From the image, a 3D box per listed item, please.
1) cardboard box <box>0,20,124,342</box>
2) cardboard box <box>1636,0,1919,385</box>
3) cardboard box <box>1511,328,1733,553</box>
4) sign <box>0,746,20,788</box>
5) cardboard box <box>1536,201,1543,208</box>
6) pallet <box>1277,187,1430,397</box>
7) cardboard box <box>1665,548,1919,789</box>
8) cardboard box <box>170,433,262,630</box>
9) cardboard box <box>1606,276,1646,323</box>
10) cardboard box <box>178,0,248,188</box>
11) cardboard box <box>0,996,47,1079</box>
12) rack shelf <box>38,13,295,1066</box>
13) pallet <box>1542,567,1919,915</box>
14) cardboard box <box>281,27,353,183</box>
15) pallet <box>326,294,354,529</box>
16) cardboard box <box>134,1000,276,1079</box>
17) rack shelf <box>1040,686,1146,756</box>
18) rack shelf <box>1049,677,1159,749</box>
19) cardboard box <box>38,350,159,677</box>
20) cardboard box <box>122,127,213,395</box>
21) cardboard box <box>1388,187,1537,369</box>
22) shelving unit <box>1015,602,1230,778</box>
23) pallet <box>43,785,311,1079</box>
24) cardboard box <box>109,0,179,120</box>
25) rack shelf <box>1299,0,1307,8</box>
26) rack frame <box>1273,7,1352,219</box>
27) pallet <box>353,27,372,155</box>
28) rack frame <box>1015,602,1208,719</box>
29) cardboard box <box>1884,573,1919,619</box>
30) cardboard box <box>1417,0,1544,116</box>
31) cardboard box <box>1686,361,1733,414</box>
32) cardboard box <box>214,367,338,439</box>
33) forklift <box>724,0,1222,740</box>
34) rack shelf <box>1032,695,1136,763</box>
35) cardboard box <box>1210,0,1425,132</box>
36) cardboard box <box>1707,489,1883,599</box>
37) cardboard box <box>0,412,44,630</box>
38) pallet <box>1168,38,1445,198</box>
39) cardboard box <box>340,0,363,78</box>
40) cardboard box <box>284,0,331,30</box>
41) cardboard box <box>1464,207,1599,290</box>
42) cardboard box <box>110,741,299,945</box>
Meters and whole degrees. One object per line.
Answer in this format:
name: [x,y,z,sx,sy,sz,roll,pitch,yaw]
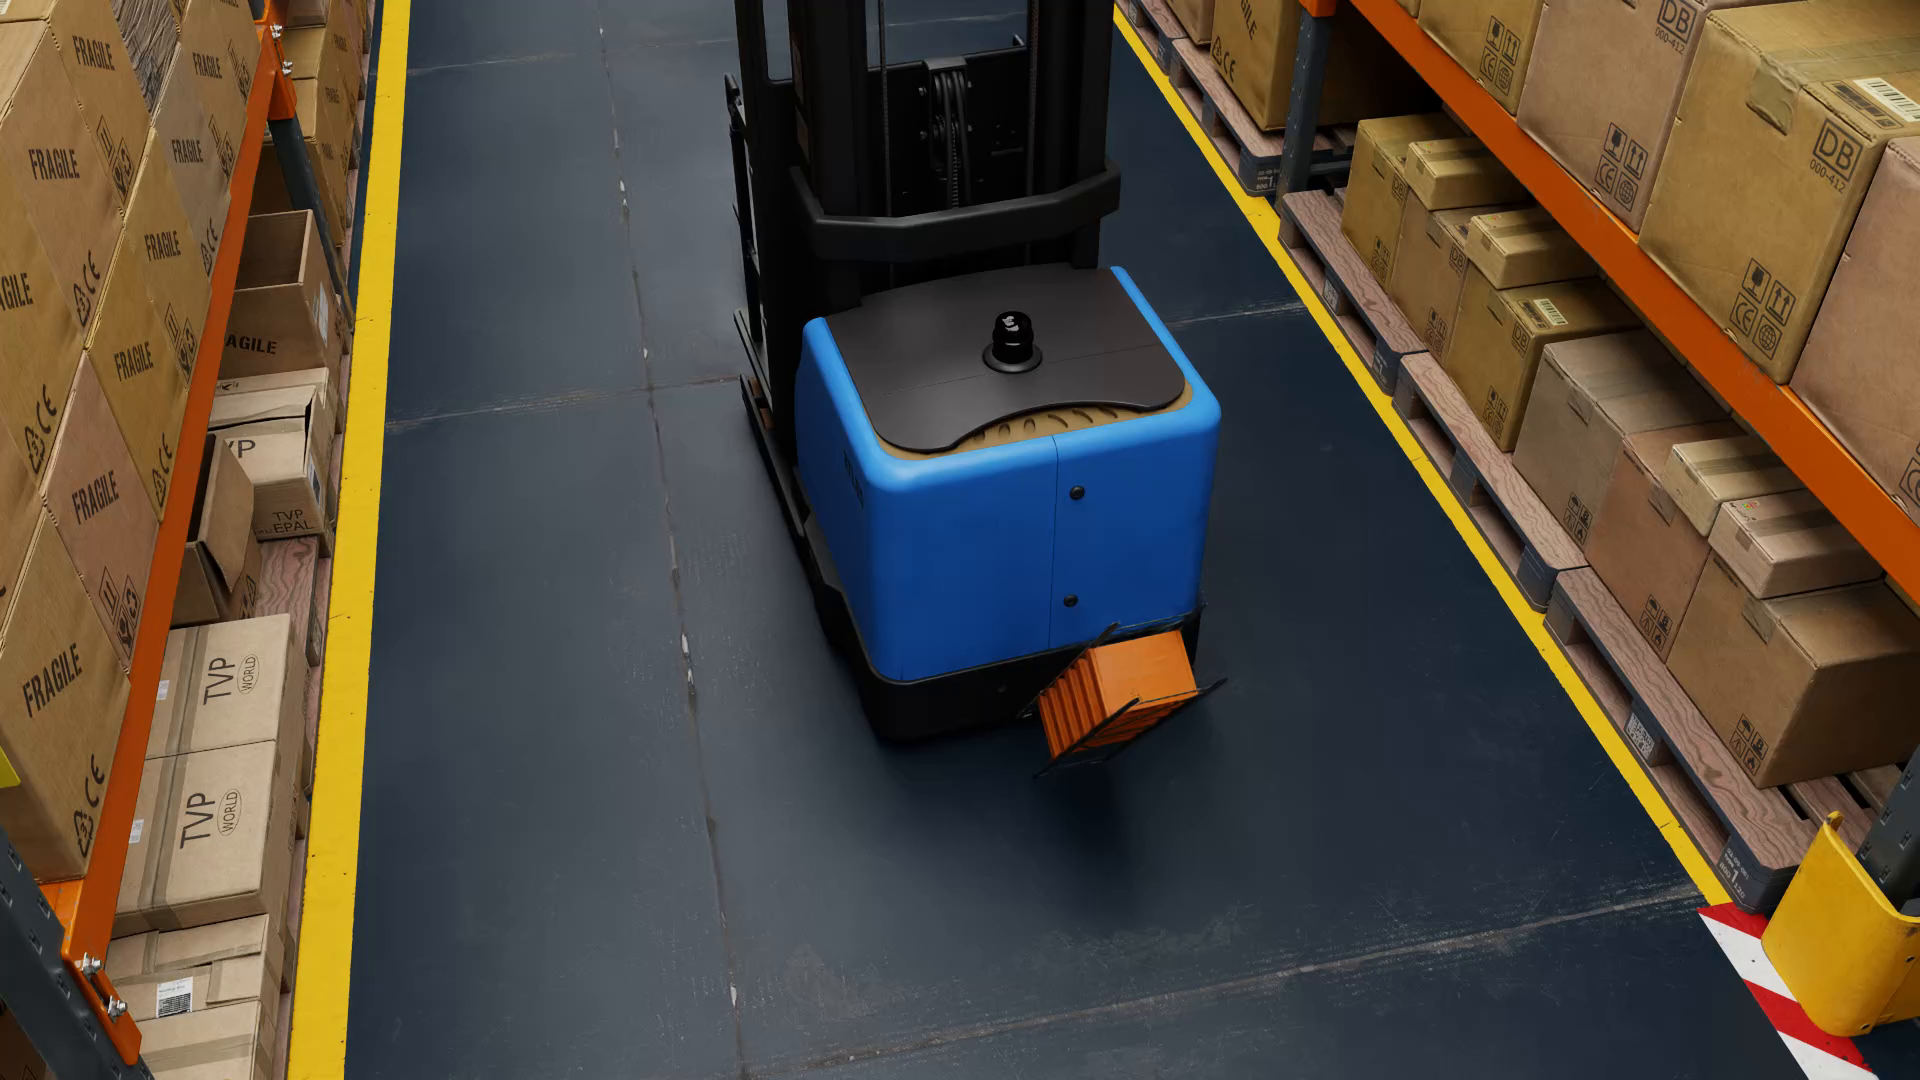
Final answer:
cardboard box: [-2.135,-0.725,3.478,0.500,0.500,0.500,-8,42,-9]
cardboard box: [2.475,-0.949,4.333,0.980,0.700,0.700,-9,42,-10]
cardboard box: [2.297,-0.349,5.450,0.700,0.500,0.500,-10,42,-11]
sign: [-1.543,0.273,2.530,0.100,0.325,0.005,-8,42,-9]
cardboard box: [2.297,-1.206,5.927,0.380,0.149,0.250,-10,42,-11]
pallet: [1.987,-1.083,6.811,1.003,0.211,1.213,-8,42,-9]
cardboard box: [2.514,0.301,4.718,0.700,0.500,0.500,-8,42,-9]
cardboard box: [-2.526,0.068,4.963,0.797,0.503,0.637,-8,42,-9]
cardboard box: [2.407,-0.875,5.554,0.380,0.149,0.250,-9,42,-10]
cardboard box: [-2.465,-1.334,4.918,0.500,0.500,0.500,-7,42,-8]
cardboard box: [-2.431,1.128,3.771,0.500,0.500,0.500,-8,42,-9]
rack shelf: [-2.505,-0.352,4.429,1.077,0.370,4.000,-8,42,-9]
pallet: [2.514,0.498,5.030,1.003,0.211,1.213,-8,42,-9]
cardboard box: [-2.929,-1.840,7.115,0.500,0.500,0.500,-8,42,-9]
pallet: [-2.789,-0.430,6.075,1.003,0.211,1.213,-8,42,-9]
cardboard box: [-1.828,1.256,3.892,0.380,0.149,0.250,-8,42,-9]
rack shelf: [0.371,0.474,4.584,0.258,0.103,0.180,-11,76,-12]
rack shelf: [0.389,0.440,4.470,0.258,0.103,0.180,-11,76,-12]
cardboard box: [-2.028,-0.022,3.439,0.500,0.500,0.500,-9,42,-10]
cardboard box: [-2.240,-0.672,4.172,0.500,0.500,0.500,-8,42,-9]
cardboard box: [2.066,-1.027,6.214,0.700,0.500,0.500,-9,42,-10]
shelving unit: [0.396,0.428,4.428,0.258,1.200,0.189,-11,76,-12]
pallet: [-2.263,1.152,4.293,1.003,0.211,1.213,-8,42,-9]
cardboard box: [-2.353,-1.380,4.217,0.500,0.500,0.500,-8,42,-9]
rack shelf: [1.468,-3.658,8.153,1.077,0.370,4.000,-8,42,-9]
rack frame: [1.900,-2.630,6.453,1.000,3.000,0.127,-8,42,-9]
pallet: [-3.416,-2.189,8.057,1.003,0.211,1.213,-8,42,-9]
rack frame: [0.374,0.342,4.450,0.240,1.200,0.006,-11,76,-12]
cardboard box: [2.737,0.111,4.444,0.380,0.149,0.250,-8,42,-9]
cardboard box: [2.153,-1.914,5.421,0.980,0.700,0.700,-9,42,-10]
cardboard box: [2.517,-0.545,5.182,0.380,0.149,0.250,-8,42,-9]
cardboard box: [-2.397,-0.453,5.817,0.380,0.149,0.250,-8,42,-9]
forklift: [-0.185,-1.491,5.221,1.130,2.935,3.031,-12,43,-13]
rack shelf: [0.352,0.508,4.697,0.258,0.103,0.180,-11,76,-12]
cardboard box: [1.632,-2.386,7.481,0.750,0.750,0.750,-8,42,-9]
cardboard box: [2.309,0.001,4.567,0.380,0.149,0.250,-9,42,-10]
cardboard box: [-1.911,-0.062,2.732,0.500,0.500,0.500,-7,42,-8]
pallet: [1.659,-2.077,7.930,1.003,0.211,1.213,-8,42,-9]
cardboard box: [-3.138,-2.493,7.851,0.500,0.500,0.500,-10,43,-11]
cardboard box: [-3.019,-2.425,7.209,0.500,0.250,0.500,-8,42,-9]
cardboard box: [1.970,-1.009,5.705,0.380,0.149,0.250,-9,42,-11]
cardboard box: [-2.021,0.821,4.305,0.500,0.250,0.500,-8,42,-9]
